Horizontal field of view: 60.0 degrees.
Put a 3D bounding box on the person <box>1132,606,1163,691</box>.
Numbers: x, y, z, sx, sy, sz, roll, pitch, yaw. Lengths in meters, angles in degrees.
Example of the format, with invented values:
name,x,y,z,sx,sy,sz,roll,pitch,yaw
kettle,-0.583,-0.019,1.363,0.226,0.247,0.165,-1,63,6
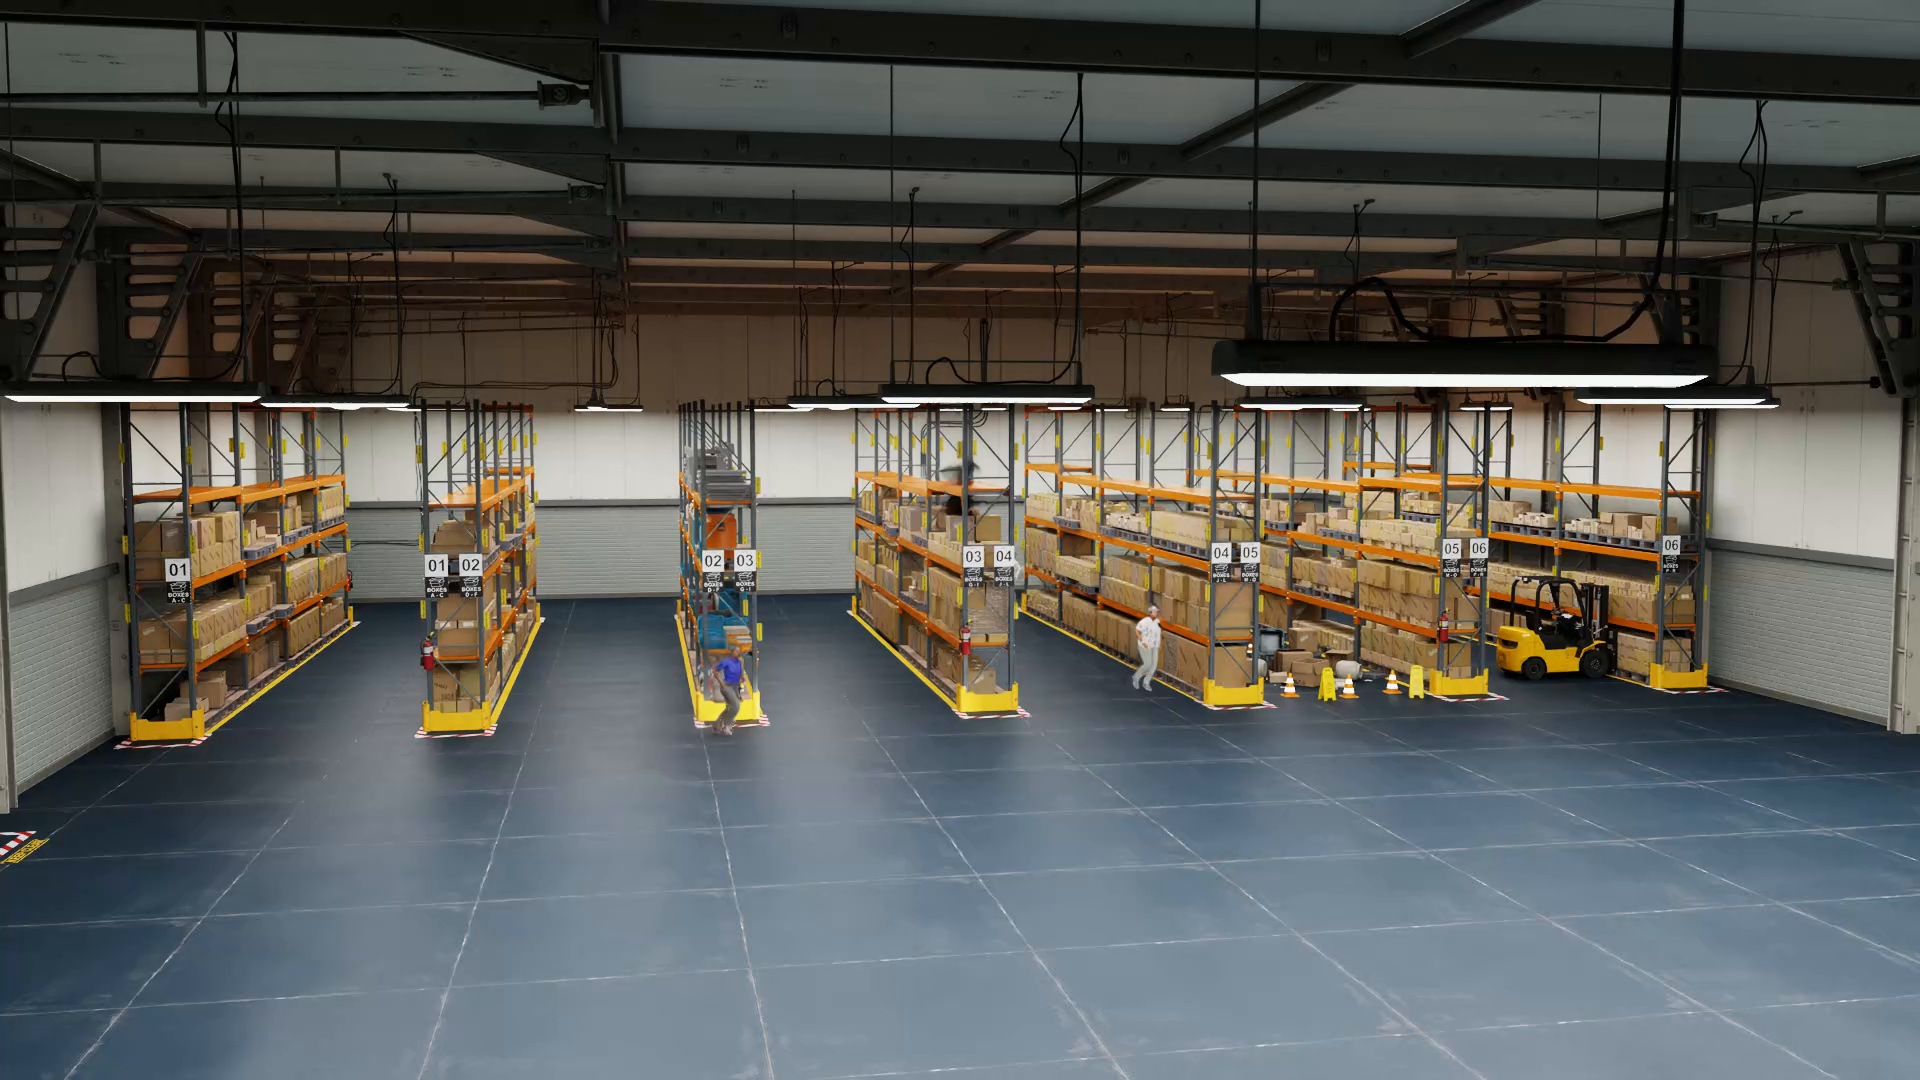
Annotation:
name,x,y,z,sx,sy,sz,roll,pitch,yaw
person,3.778,2.138,33.119,0.623,1.654,0.496,-3,5,-34

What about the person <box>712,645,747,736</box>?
name,x,y,z,sx,sy,sz,roll,pitch,yaw
person,-4.111,2.687,29.733,0.663,1.618,0.621,2,5,29

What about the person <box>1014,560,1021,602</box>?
name,x,y,z,sx,sy,sz,roll,pitch,yaw
person,1.443,1.144,49.473,0.912,1.695,0.662,-3,5,-34

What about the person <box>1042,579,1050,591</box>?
name,x,y,z,sx,sy,sz,roll,pitch,yaw
person,2.673,1.167,50.039,0.816,1.546,0.511,3,5,34
